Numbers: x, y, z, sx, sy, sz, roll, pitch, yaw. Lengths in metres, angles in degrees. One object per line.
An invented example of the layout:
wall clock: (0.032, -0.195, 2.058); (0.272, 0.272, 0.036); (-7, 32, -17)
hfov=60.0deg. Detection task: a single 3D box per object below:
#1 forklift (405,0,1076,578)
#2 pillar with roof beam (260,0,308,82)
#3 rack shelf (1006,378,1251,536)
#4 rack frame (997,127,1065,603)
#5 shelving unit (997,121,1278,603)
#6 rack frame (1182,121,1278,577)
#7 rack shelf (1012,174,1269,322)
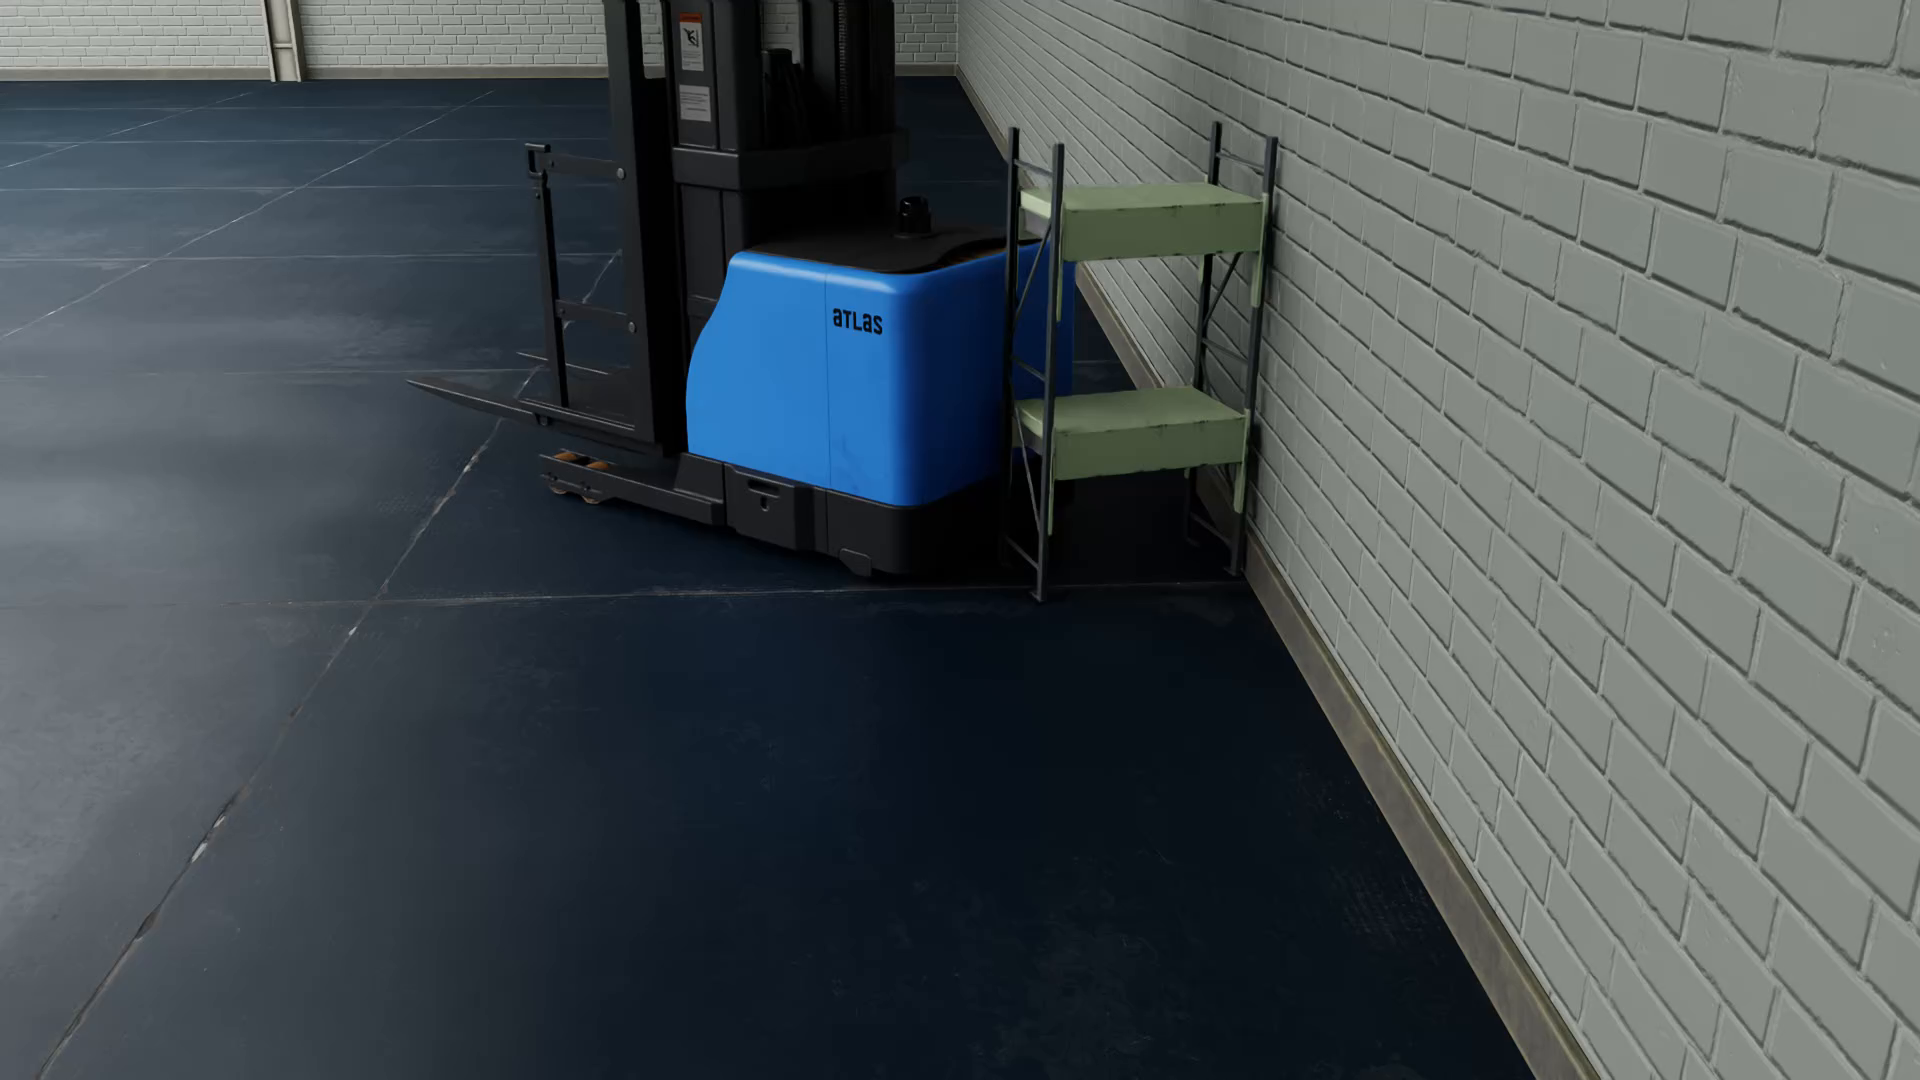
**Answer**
forklift: (-1.049, -1.642, 6.314); (3.031, 2.935, 1.130); (15, 25, 34)
pillar with roof beam: (-8.760, -8.856, 16.735); (0.400, 9.000, 9.100); (-1, 21, -3)
rack shelf: (0.561, -0.296, 5.685); (0.720, 0.370, 0.431); (-7, 22, -19)
rack frame: (0.223, -0.561, 5.448); (0.023, 1.500, 0.400); (-7, 22, -19)
shelving unit: (0.567, -0.600, 5.567); (0.755, 1.500, 0.431); (-7, 22, -19)
rack frame: (0.911, -0.639, 5.686); (0.023, 1.500, 0.400); (-7, 22, -19)
rack shelf: (0.574, -0.964, 5.427); (0.720, 0.370, 0.431); (-7, 22, -19)
